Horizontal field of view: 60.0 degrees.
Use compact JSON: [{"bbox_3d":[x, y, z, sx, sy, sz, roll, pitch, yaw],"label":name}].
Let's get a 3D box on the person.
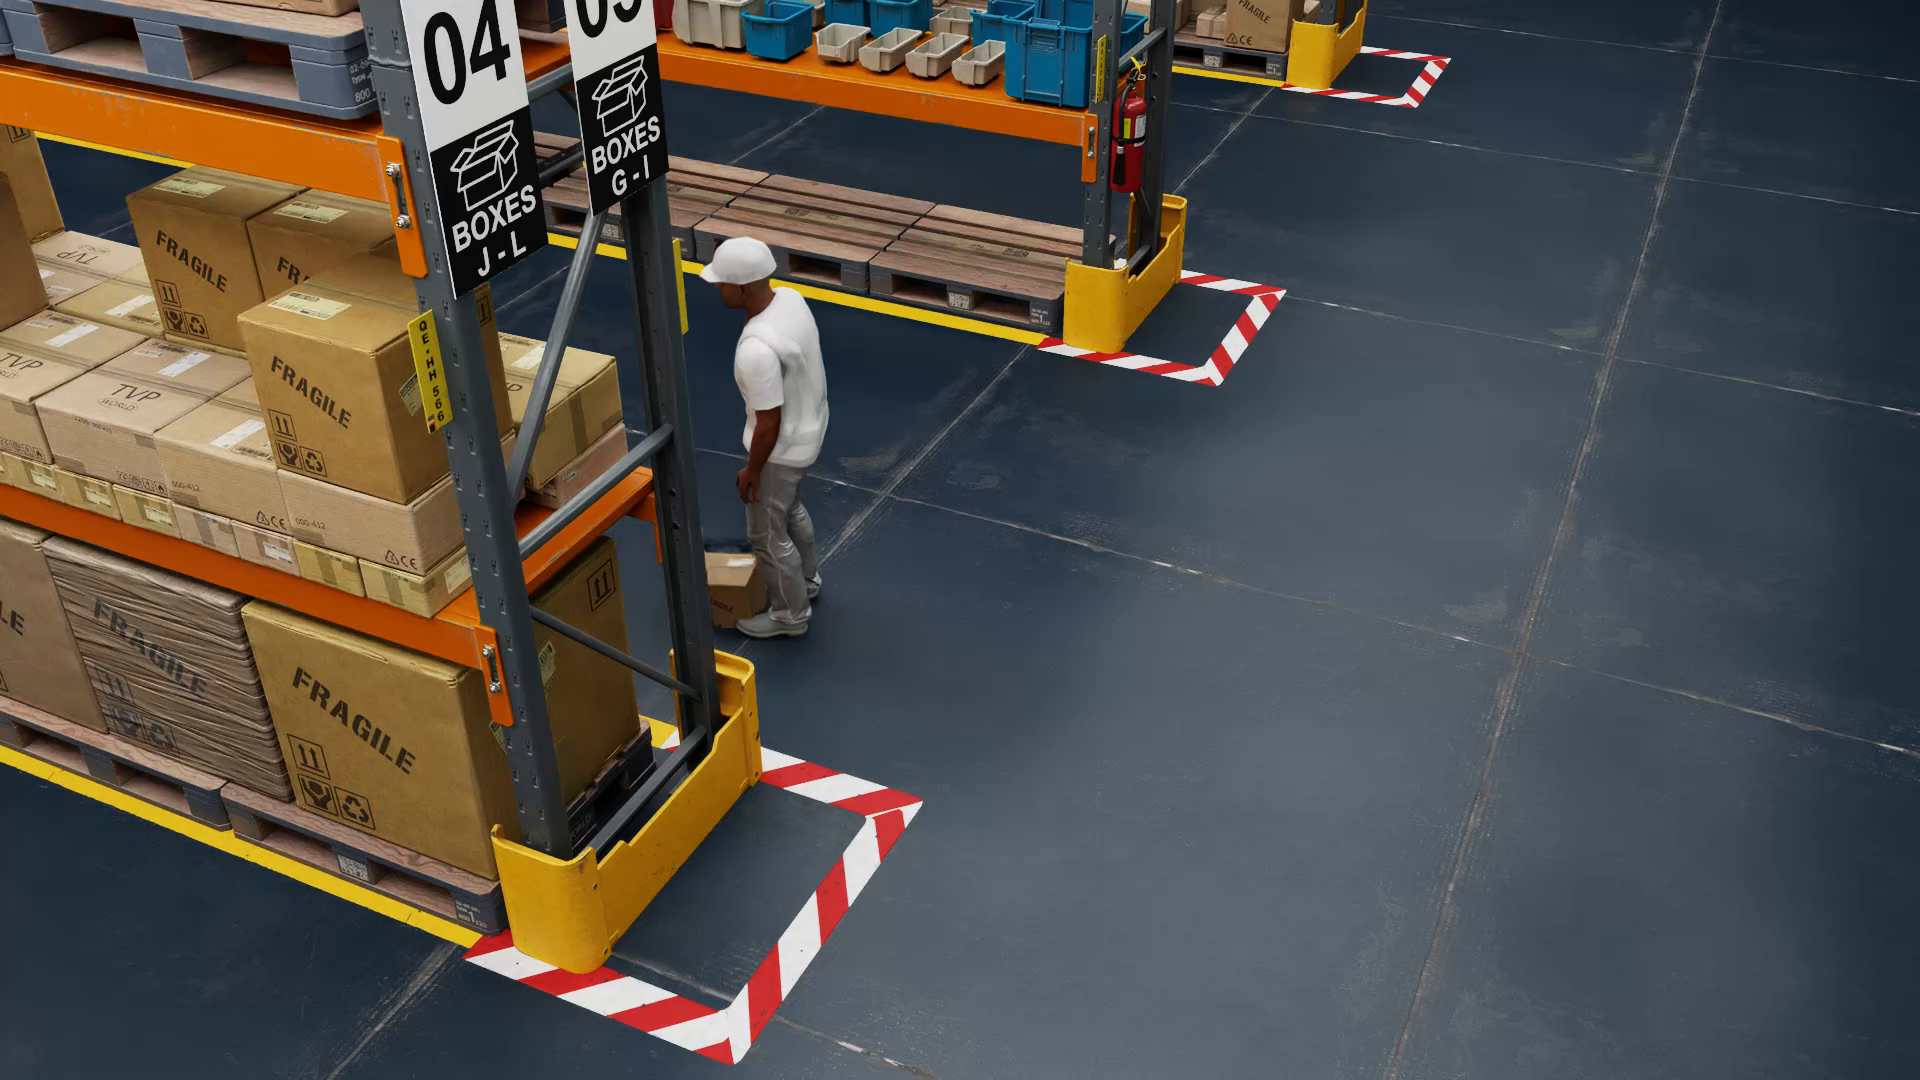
[{"bbox_3d":[-0.760,-0.406,6.738,0.452,1.761,0.609,4,34,7],"label":"person"}]
